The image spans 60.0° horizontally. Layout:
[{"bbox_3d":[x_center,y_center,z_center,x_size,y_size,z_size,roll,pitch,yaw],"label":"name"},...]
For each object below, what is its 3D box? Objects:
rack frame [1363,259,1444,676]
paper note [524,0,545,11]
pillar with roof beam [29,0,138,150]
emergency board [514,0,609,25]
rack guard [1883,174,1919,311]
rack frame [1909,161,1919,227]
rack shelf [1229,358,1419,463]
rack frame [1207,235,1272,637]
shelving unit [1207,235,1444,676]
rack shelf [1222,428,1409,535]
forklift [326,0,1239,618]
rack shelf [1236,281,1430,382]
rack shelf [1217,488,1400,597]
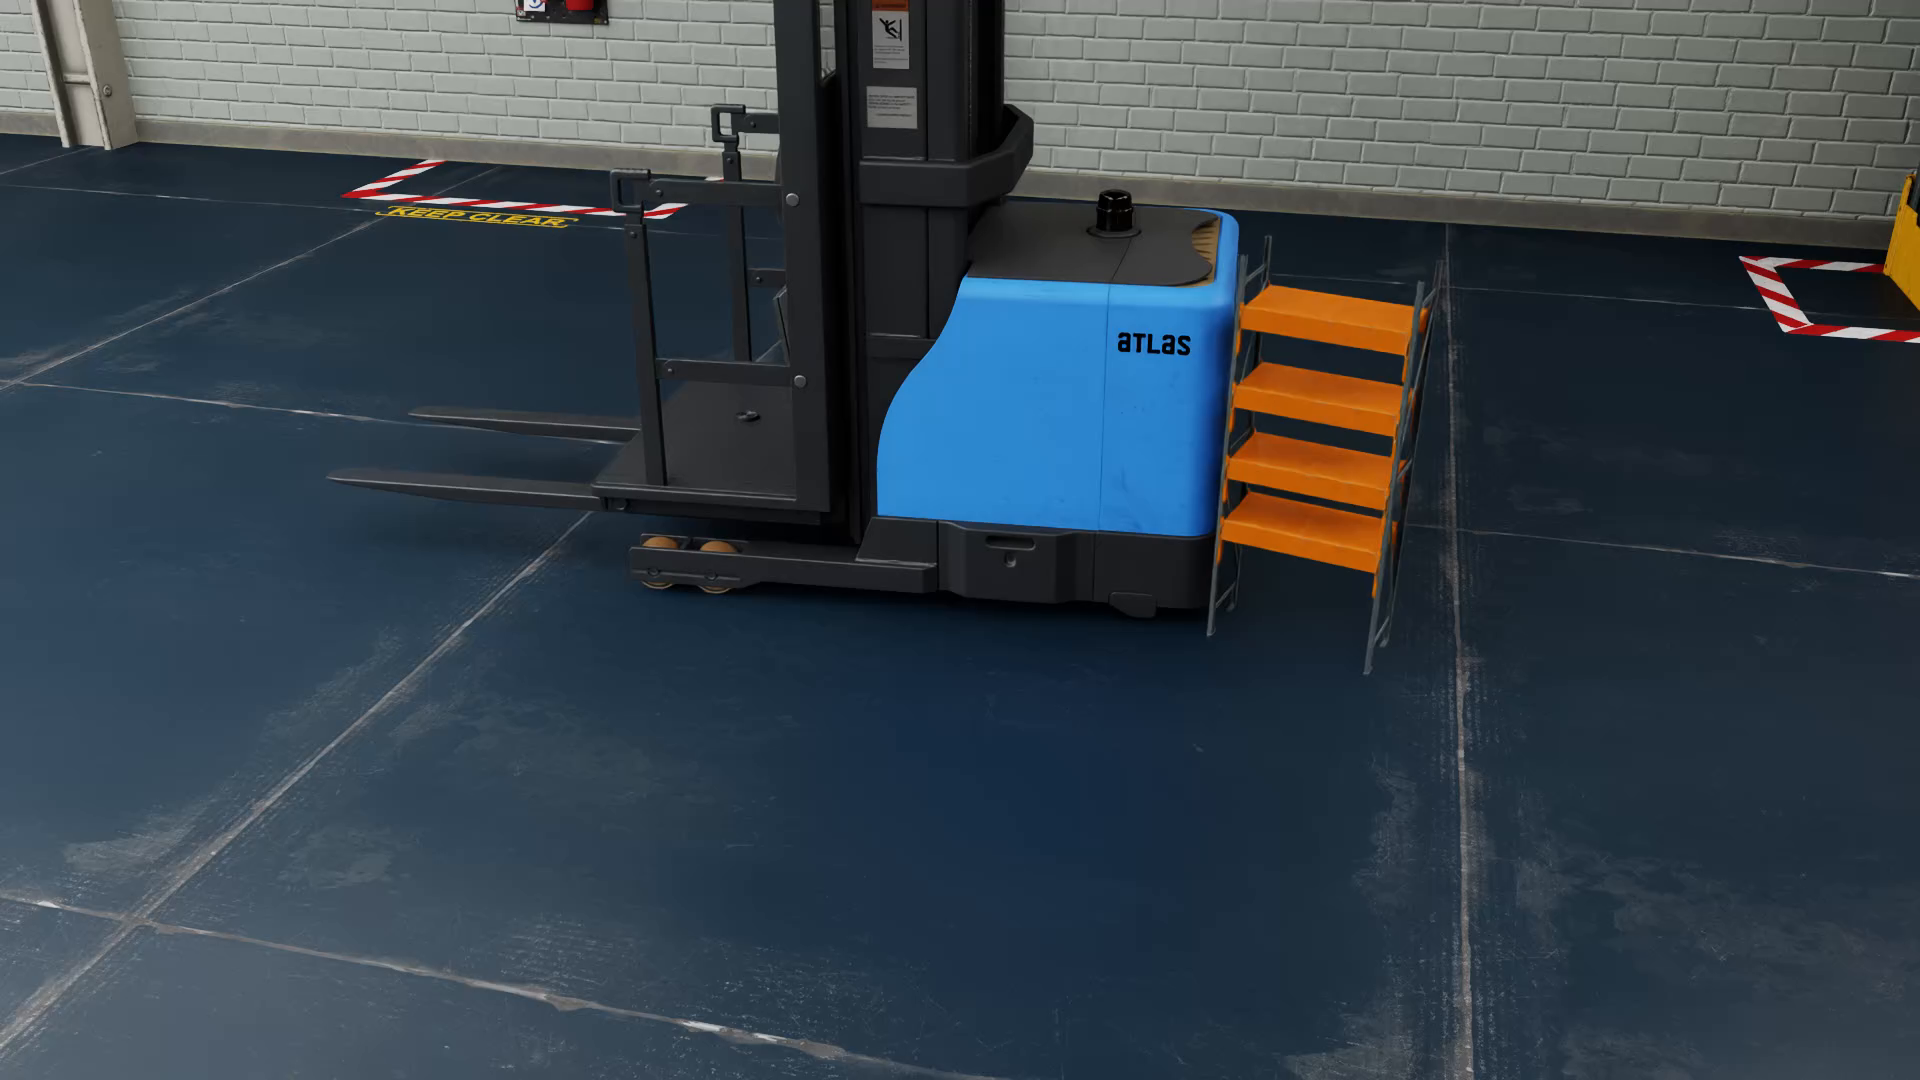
[{"bbox_3d":[1.261,-0.186,4.744,0.015,1.200,0.240,13,29,24],"label":"rack frame"},{"bbox_3d":[-2.666,-3.386,10.398,0.142,0.148,0.016,6,26,13],"label":"paper note"},{"bbox_3d":[-7.011,-5.015,5.815,0.400,9.000,9.100,6,26,13],"label":"pillar with roof beam"},{"bbox_3d":[-2.512,-3.736,10.109,0.643,1.169,0.194,6,26,13],"label":"emergency board"},{"bbox_3d":[4.863,-1.392,8.092,0.348,0.500,1.175,6,26,13],"label":"rack guard"},{"bbox_3d":[4.790,-2.528,7.571,0.127,3.000,1.000,6,26,13],"label":"rack frame"},{"bbox_3d":[1.047,-0.378,4.775,0.480,0.148,0.258,13,29,24],"label":"rack shelf"},{"bbox_3d":[0.828,-0.289,4.943,0.015,1.200,0.240,13,29,24],"label":"rack frame"},{"bbox_3d":[1.044,-0.237,4.844,0.503,1.200,0.258,13,29,24],"label":"shelving unit"},{"bbox_3d":[1.044,-0.177,4.873,0.480,0.148,0.258,13,29,24],"label":"rack shelf"},{"bbox_3d":[-0.620,-1.368,5.214,3.031,2.935,1.130,4,26,9],"label":"forklift"},{"bbox_3d":[1.050,-0.591,4.672,0.480,0.148,0.258,13,29,24],"label":"rack shelf"},{"bbox_3d":[1.041,0.002,4.959,0.480,0.148,0.258,13,29,24],"label":"rack shelf"}]
